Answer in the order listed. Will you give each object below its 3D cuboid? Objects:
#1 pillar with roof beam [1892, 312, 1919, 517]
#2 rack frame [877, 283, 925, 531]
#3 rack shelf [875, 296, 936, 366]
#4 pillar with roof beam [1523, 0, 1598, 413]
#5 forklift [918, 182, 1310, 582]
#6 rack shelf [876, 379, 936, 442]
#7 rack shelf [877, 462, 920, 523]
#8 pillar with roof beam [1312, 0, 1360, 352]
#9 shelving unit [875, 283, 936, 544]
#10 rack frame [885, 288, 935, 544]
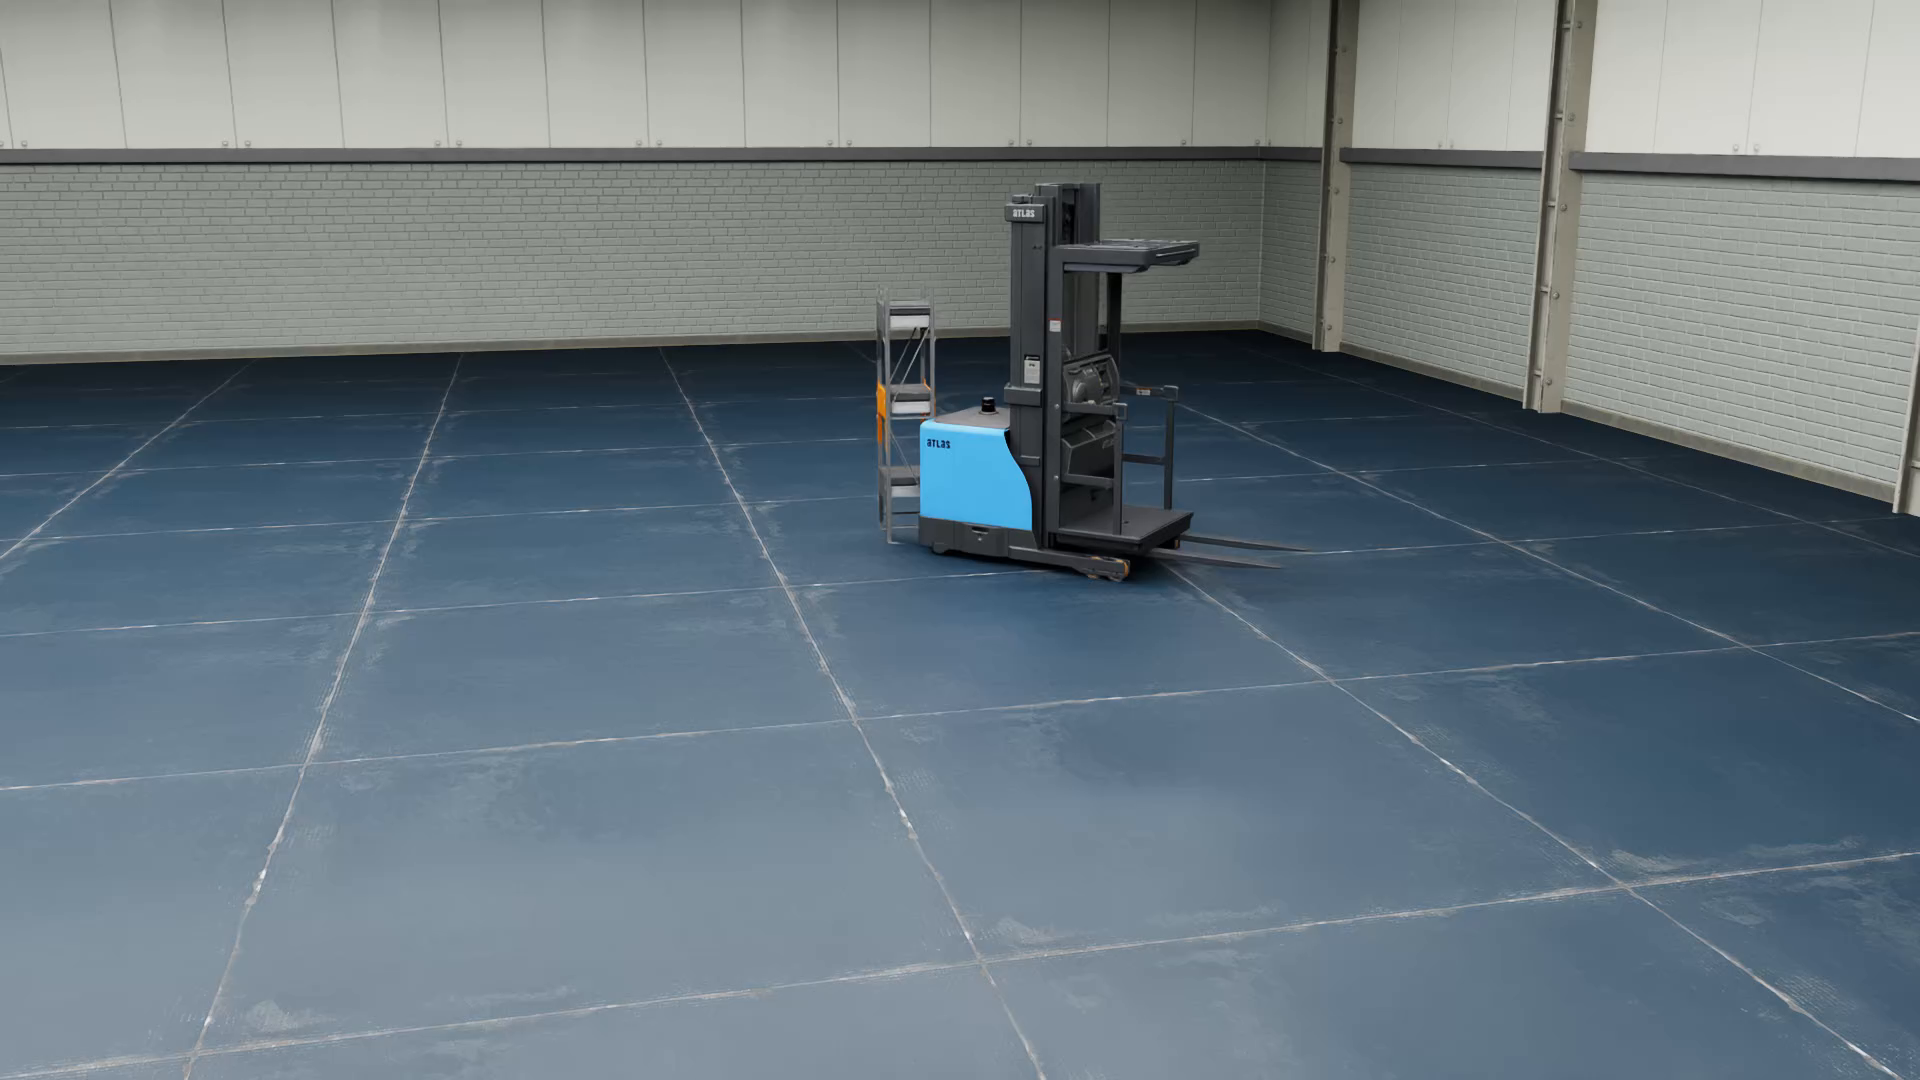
[{"bbox_3d":[4.396,-4.348,12.763,9.100,9.000,0.400,-3,14,-13],"label":"pillar with roof beam"},{"bbox_3d":[-0.492,-1.109,14.044,0.400,2.100,0.015,-2,14,-10],"label":"rack frame"},{"bbox_3d":[-0.448,-1.719,13.648,0.431,0.518,0.480,-2,14,-10],"label":"rack shelf"},{"bbox_3d":[2.987,-5.732,18.429,9.100,9.000,0.400,-3,14,-13],"label":"pillar with roof beam"},{"bbox_3d":[1.201,-1.250,12.869,3.031,2.935,1.130,8,16,29],"label":"forklift"},{"bbox_3d":[-0.448,-1.039,13.814,0.431,0.518,0.480,-2,14,-10],"label":"rack shelf"},{"bbox_3d":[-0.448,-0.359,13.980,0.431,0.518,0.480,-2,14,-10],"label":"rack shelf"},{"bbox_3d":[1.578,-7.116,24.094,9.100,9.000,0.400,-3,14,-13],"label":"pillar with roof beam"},{"bbox_3d":[-0.448,-1.053,13.811,0.431,2.100,0.503,-2,14,-10],"label":"shelving unit"},{"bbox_3d":[-0.404,-0.996,13.578,0.400,2.100,0.015,-2,14,-10],"label":"rack frame"}]
